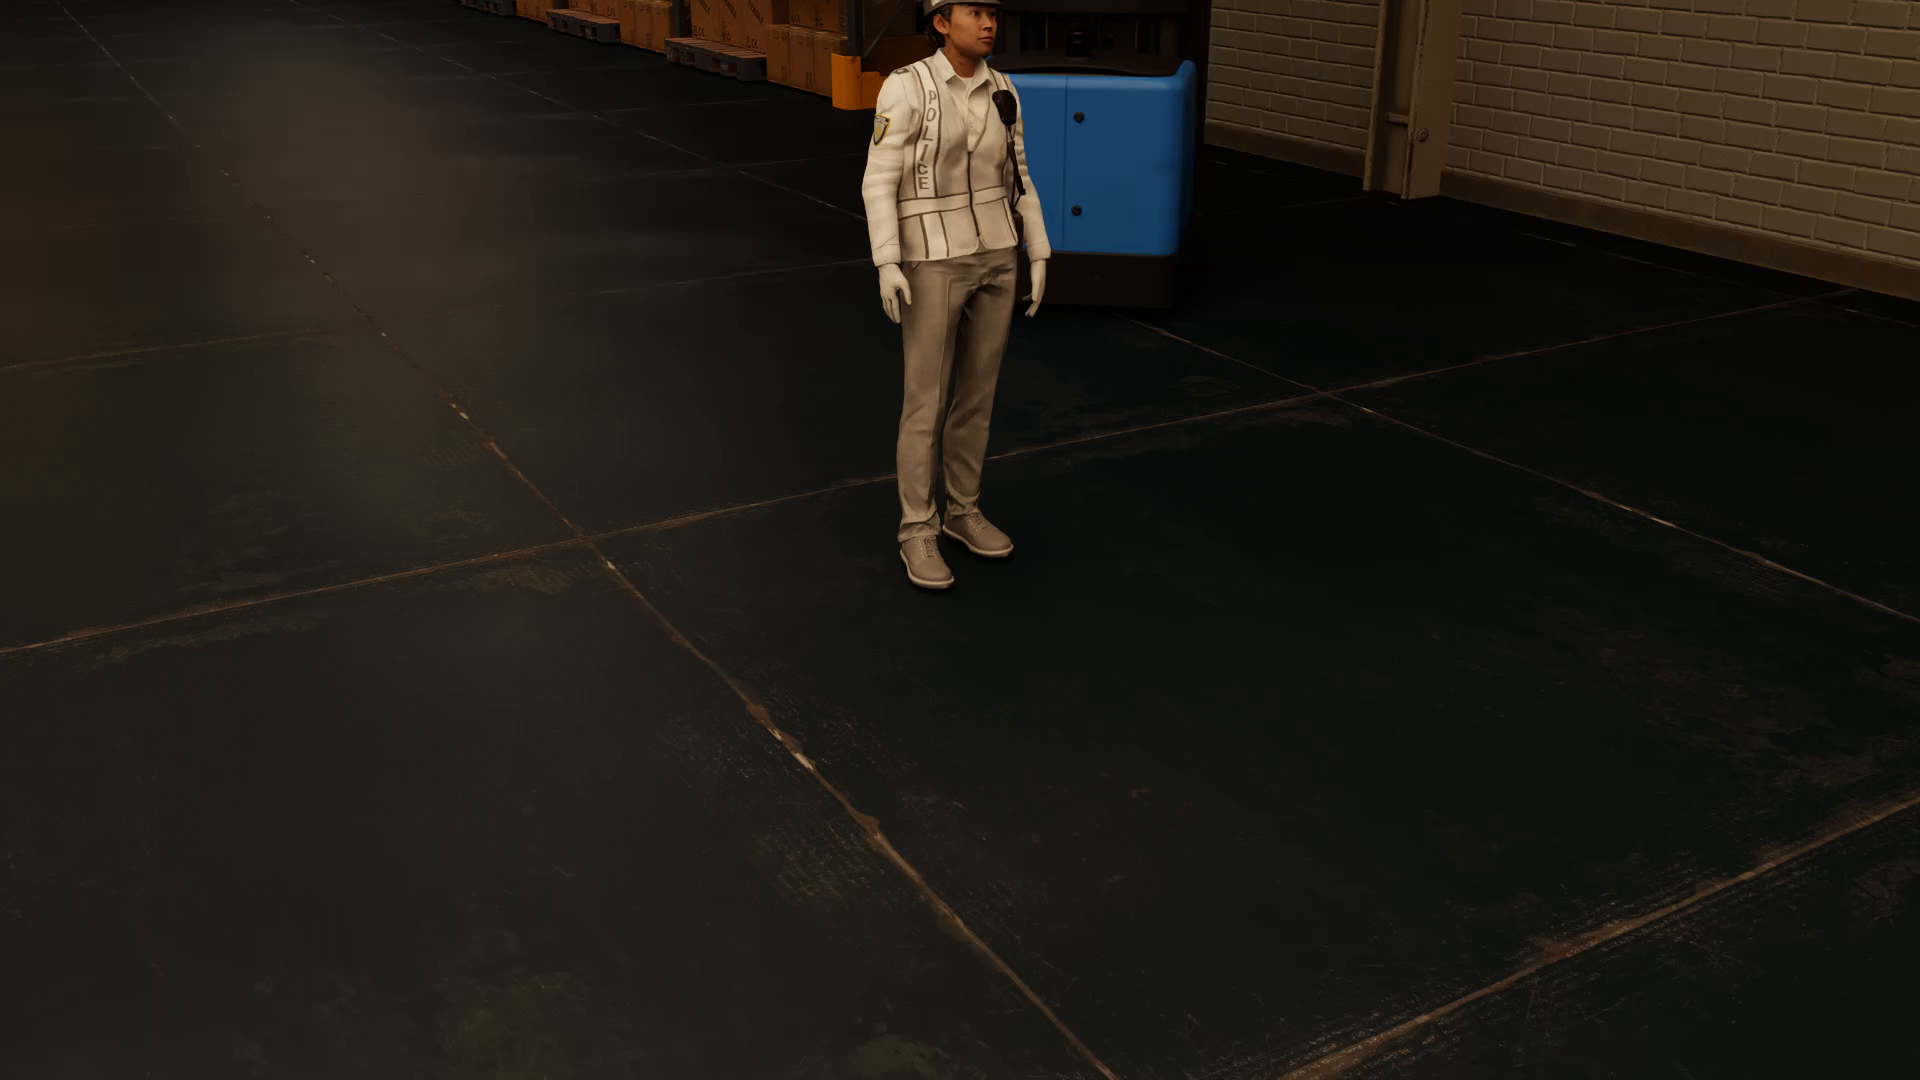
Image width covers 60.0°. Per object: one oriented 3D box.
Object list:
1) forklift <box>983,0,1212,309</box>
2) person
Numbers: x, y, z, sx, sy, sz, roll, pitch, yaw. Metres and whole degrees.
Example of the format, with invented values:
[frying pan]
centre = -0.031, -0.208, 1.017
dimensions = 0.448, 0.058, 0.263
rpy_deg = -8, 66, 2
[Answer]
[forklift]
centre = 0.746, -2.924, 8.399
dimensions = 1.130, 2.935, 3.031
rpy_deg = 4, 23, 10
[person]
centre = 0.028, -0.767, 4.752
dimensions = 0.586, 1.694, 0.531
rpy_deg = -12, 25, -28
